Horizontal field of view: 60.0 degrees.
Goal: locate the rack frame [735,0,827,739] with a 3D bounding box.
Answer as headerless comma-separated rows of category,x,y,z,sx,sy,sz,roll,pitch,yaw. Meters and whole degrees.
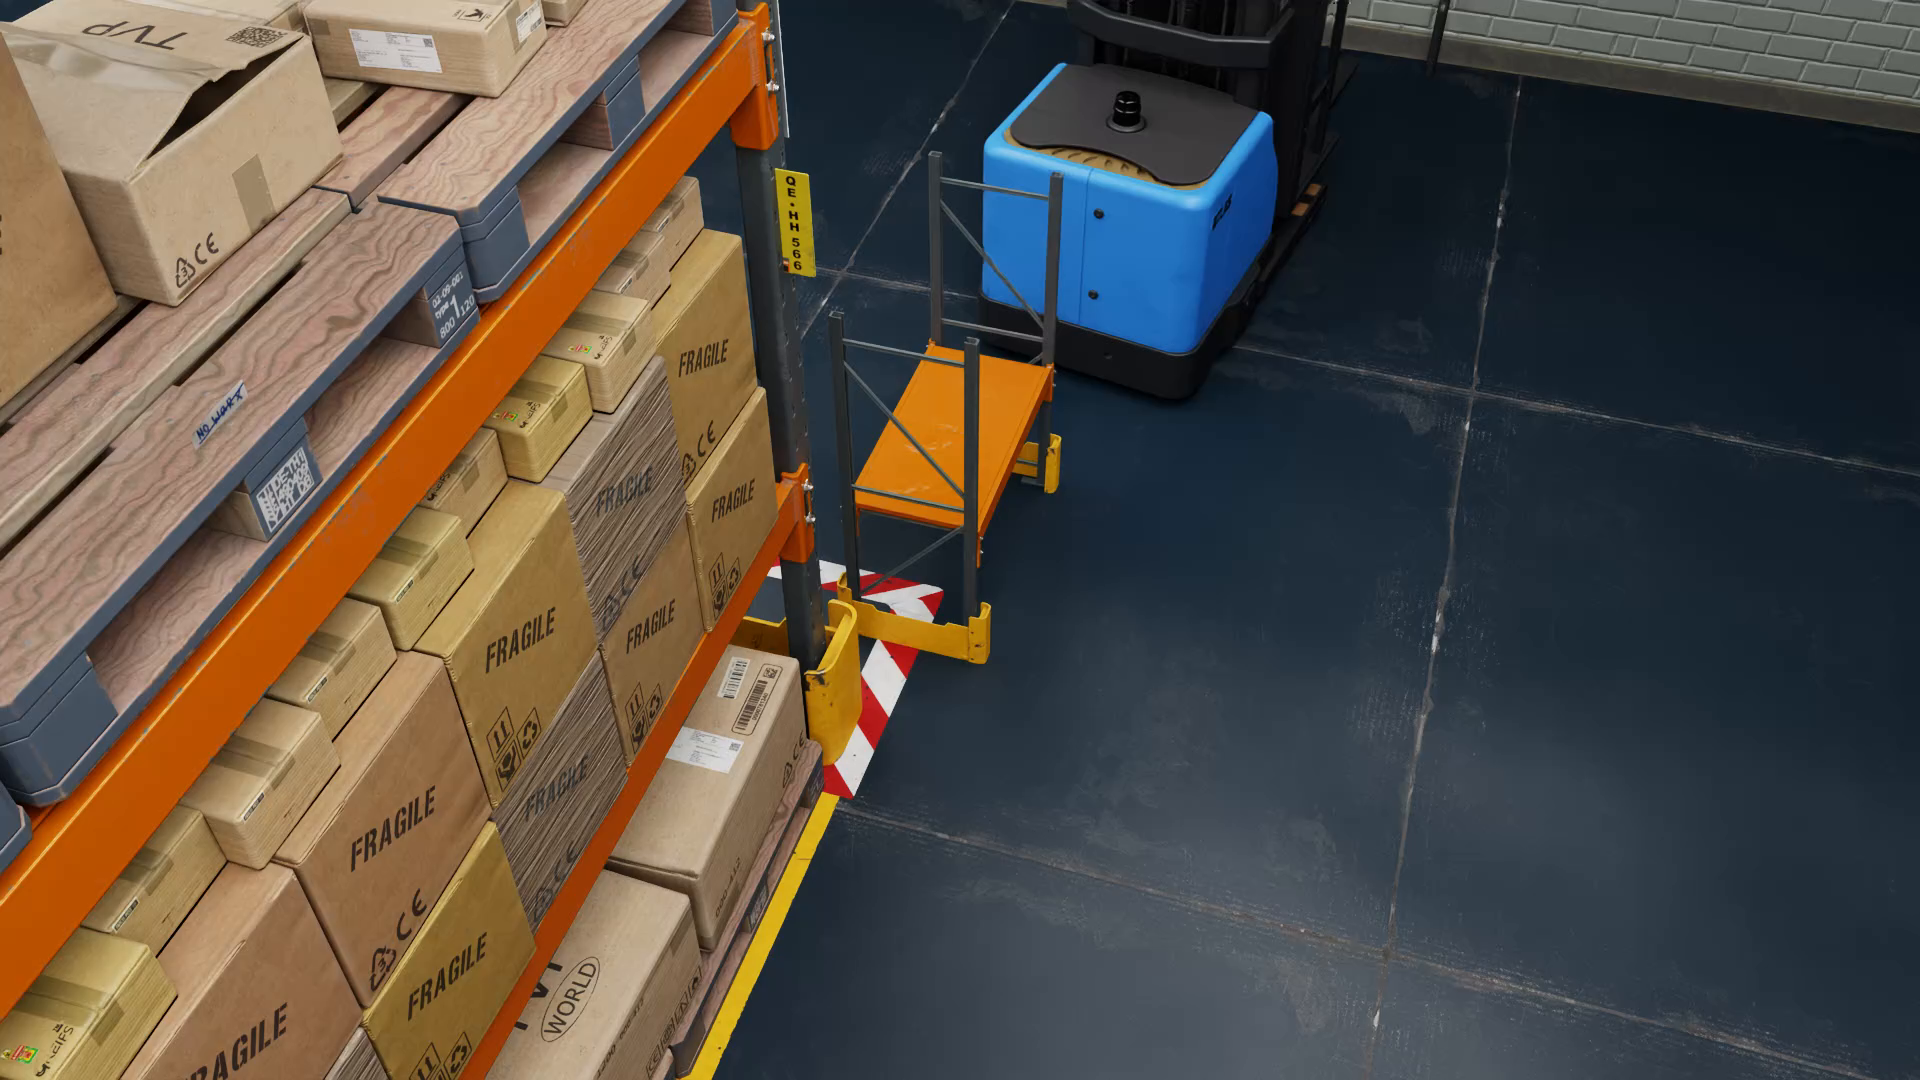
rack frame,-0.958,-0.476,5.092,1.000,3.000,0.127,13,46,13

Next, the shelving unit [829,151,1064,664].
shelving unit,-0.023,-0.485,6.174,0.587,1.500,1.083,13,46,13

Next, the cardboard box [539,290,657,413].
cardboard box,-0.928,-0.455,3.821,0.380,0.149,0.250,12,46,12

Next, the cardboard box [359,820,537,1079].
cardboard box,-1.308,0.889,3.626,0.500,0.500,0.500,14,46,14

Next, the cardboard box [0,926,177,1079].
cardboard box,-1.485,0.732,2.607,0.380,0.149,0.250,11,46,11

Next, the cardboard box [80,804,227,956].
cardboard box,-1.487,0.548,2.796,0.380,0.149,0.250,12,46,12

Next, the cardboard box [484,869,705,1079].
cardboard box,-1.332,1.362,4.745,0.875,0.438,0.875,14,46,14

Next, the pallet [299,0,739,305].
pallet,-1.173,-1.020,3.566,1.003,0.211,1.213,13,46,13

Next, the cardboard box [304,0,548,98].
cardboard box,-1.059,-1.029,3.320,0.380,0.149,0.250,9,45,9

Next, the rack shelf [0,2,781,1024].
rack shelf,-1.563,0.042,2.932,1.077,0.370,4.000,13,46,13

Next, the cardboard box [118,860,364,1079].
cardboard box,-1.469,0.856,2.944,0.500,0.500,0.500,13,46,13

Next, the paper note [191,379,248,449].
paper note,-1.039,-0.176,2.338,0.006,0.032,0.123,13,46,13

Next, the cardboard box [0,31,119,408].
cardboard box,-1.711,-0.458,2.485,0.500,0.500,0.500,13,46,13

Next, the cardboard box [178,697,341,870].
cardboard box,-1.347,0.398,2.948,0.380,0.149,0.250,13,46,13

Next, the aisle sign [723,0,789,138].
aisle sign,-0.641,-1.388,4.165,0.394,0.787,0.004,13,46,13

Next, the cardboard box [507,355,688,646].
cardboard box,-1.007,-0.143,3.965,0.500,0.500,0.500,13,46,13

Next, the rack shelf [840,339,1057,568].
rack shelf,-0.026,-0.351,6.293,0.538,0.185,1.000,13,46,13

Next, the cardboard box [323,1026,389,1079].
cardboard box,-1.464,1.232,3.275,0.500,0.500,0.500,13,46,13

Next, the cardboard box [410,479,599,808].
cardboard box,-1.160,0.186,3.629,0.500,0.500,0.500,12,46,12

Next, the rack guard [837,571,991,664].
rack guard,-0.174,0.293,6.271,0.587,0.250,0.087,13,46,13

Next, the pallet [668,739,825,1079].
pallet,-1.125,1.070,5.506,1.003,0.211,1.213,13,46,13

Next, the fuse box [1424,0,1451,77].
fuse box,2.685,-3.237,8.835,0.539,1.711,0.414,13,46,13

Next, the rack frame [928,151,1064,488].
rack frame,0.128,-0.818,6.514,0.500,1.500,0.032,13,46,13

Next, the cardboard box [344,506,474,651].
cardboard box,-1.210,0.043,3.312,0.380,0.149,0.250,14,46,13

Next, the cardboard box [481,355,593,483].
cardboard box,-1.043,-0.296,3.658,0.380,0.149,0.250,14,46,13

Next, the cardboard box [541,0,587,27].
cardboard box,-1.008,-1.362,3.588,0.500,0.250,0.500,9,45,9

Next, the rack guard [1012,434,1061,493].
rack guard,0.128,-0.370,6.950,0.587,0.250,0.087,13,46,13

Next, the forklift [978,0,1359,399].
forklift,1.202,-2.697,7.411,1.130,2.935,3.031,20,48,19

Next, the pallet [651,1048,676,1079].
pallet,-1.497,1.880,4.677,1.003,0.211,1.213,13,46,12

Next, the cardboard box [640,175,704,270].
cardboard box,-0.876,-0.820,4.193,0.380,0.149,0.250,13,46,13

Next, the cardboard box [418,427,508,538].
cardboard box,-1.190,-0.137,3.495,0.380,0.149,0.250,12,46,12

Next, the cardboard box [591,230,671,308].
cardboard box,-0.930,-0.645,4.015,0.380,0.149,0.250,13,46,13

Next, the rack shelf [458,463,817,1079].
rack shelf,-1.563,1.114,3.981,1.077,0.370,4.000,13,46,13

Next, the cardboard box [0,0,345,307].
cardboard box,-1.459,-0.715,2.883,0.500,0.311,0.500,13,46,13

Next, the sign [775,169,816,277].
sign,-0.445,-0.851,4.477,0.100,0.325,0.005,13,46,13

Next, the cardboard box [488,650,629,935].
cardboard box,-1.164,0.542,3.980,0.500,0.500,0.500,14,46,14

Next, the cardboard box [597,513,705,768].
cardboard box,-1.018,0.197,4.333,0.500,0.500,0.500,12,46,12

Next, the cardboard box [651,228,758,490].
cardboard box,-0.877,-0.498,4.327,0.500,0.500,0.500,14,46,14

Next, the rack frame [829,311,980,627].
rack frame,-0.180,-0.140,5.821,0.500,1.500,0.032,13,46,13

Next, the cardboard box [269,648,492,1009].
cardboard box,-1.314,0.521,3.287,0.500,0.500,0.500,12,46,12

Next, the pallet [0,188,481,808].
pallet,-1.540,-0.204,2.733,1.003,0.211,1.213,13,46,13

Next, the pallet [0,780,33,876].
pallet,-1.911,0.606,1.904,1.003,0.211,1.213,13,46,13

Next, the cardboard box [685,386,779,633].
cardboard box,-0.852,-0.134,4.671,0.500,0.500,0.500,13,46,13

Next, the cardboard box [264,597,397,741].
cardboard box,-1.307,0.214,3.137,0.380,0.149,0.250,14,46,14

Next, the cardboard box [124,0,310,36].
cardboard box,-1.507,-0.968,3.258,0.380,0.149,0.250,14,46,14

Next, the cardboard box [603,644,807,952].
cardboard box,-1.062,0.750,5.370,0.875,0.438,0.875,11,45,11

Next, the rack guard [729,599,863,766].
rack guard,-0.951,0.401,5.983,1.175,0.500,0.348,13,46,13
